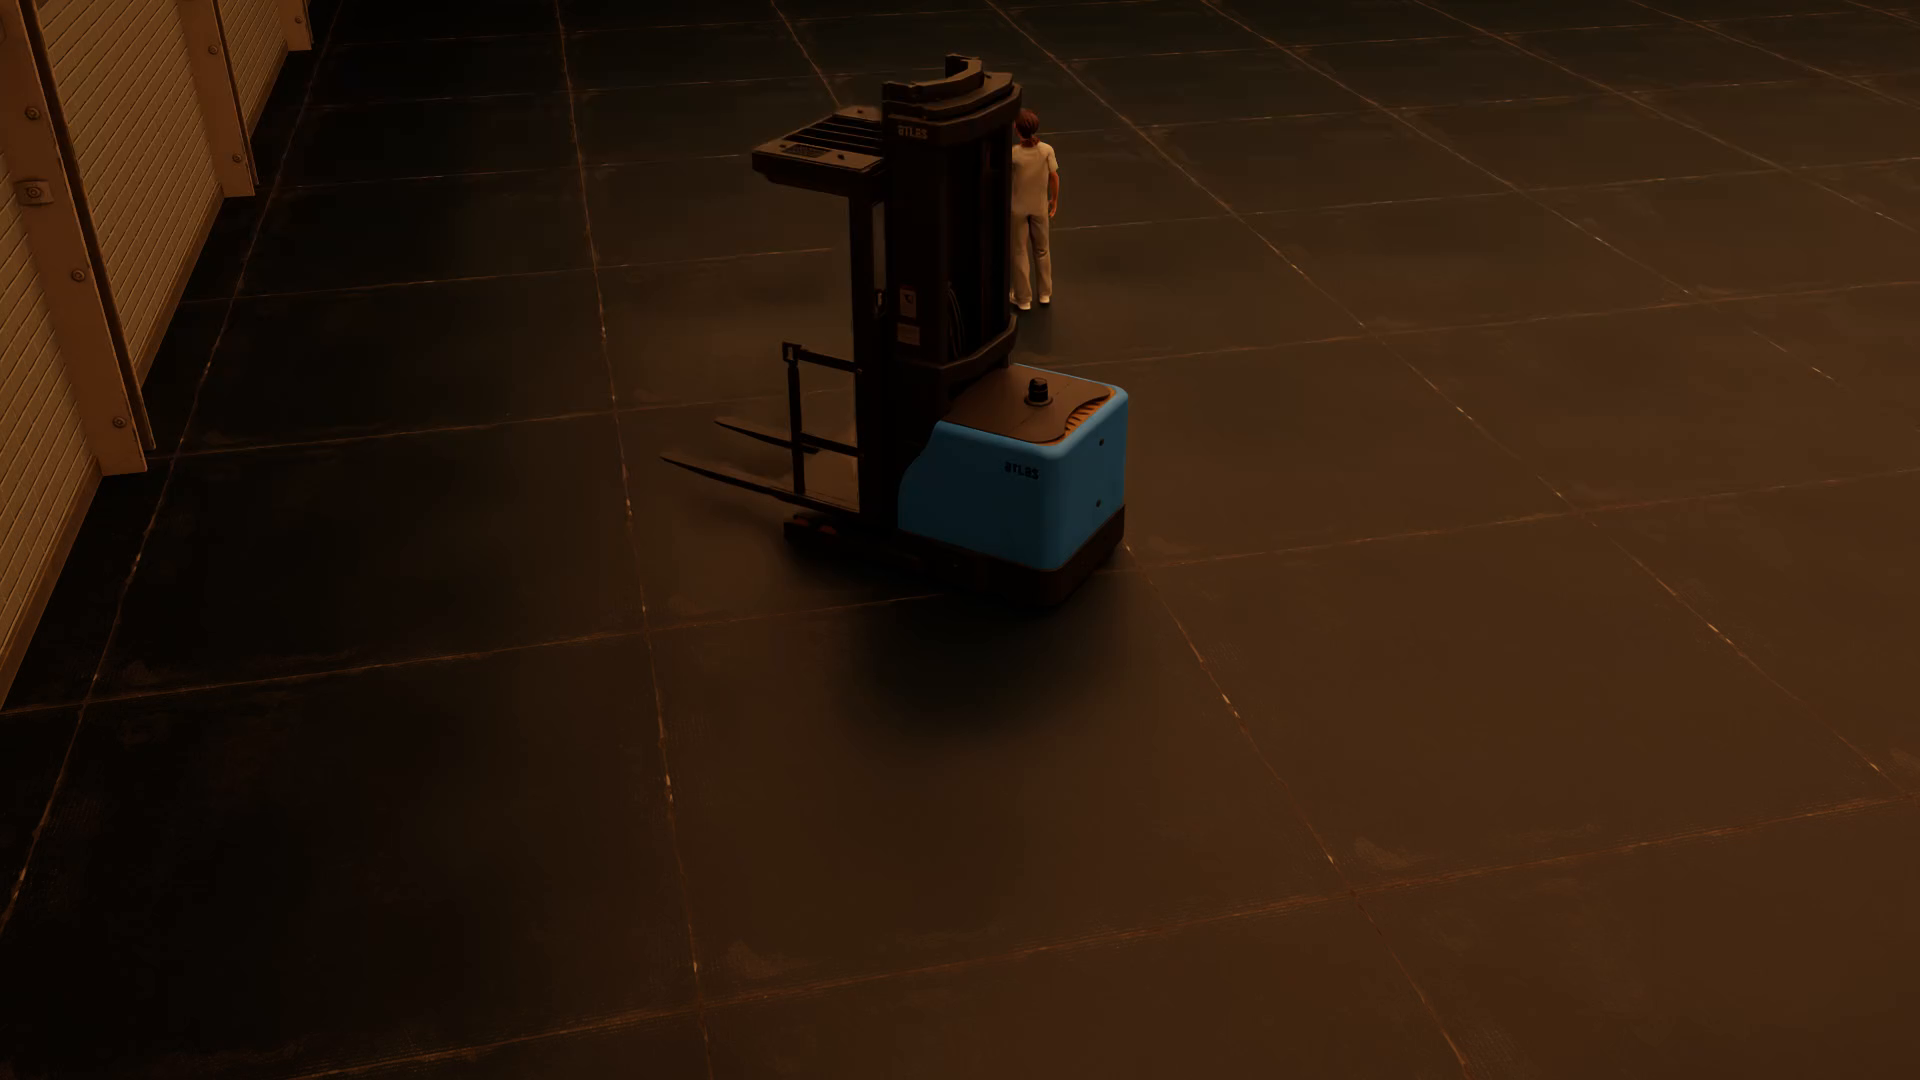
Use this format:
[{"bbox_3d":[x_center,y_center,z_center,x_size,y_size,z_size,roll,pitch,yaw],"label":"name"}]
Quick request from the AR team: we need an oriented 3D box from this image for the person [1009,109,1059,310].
[{"bbox_3d":[0.529,-2.686,13.456,0.545,1.676,0.546,-6,31,-11],"label":"person"}]

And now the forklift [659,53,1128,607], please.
[{"bbox_3d":[-0.517,-1.403,9.998,3.031,2.935,1.130,16,34,25],"label":"forklift"}]
